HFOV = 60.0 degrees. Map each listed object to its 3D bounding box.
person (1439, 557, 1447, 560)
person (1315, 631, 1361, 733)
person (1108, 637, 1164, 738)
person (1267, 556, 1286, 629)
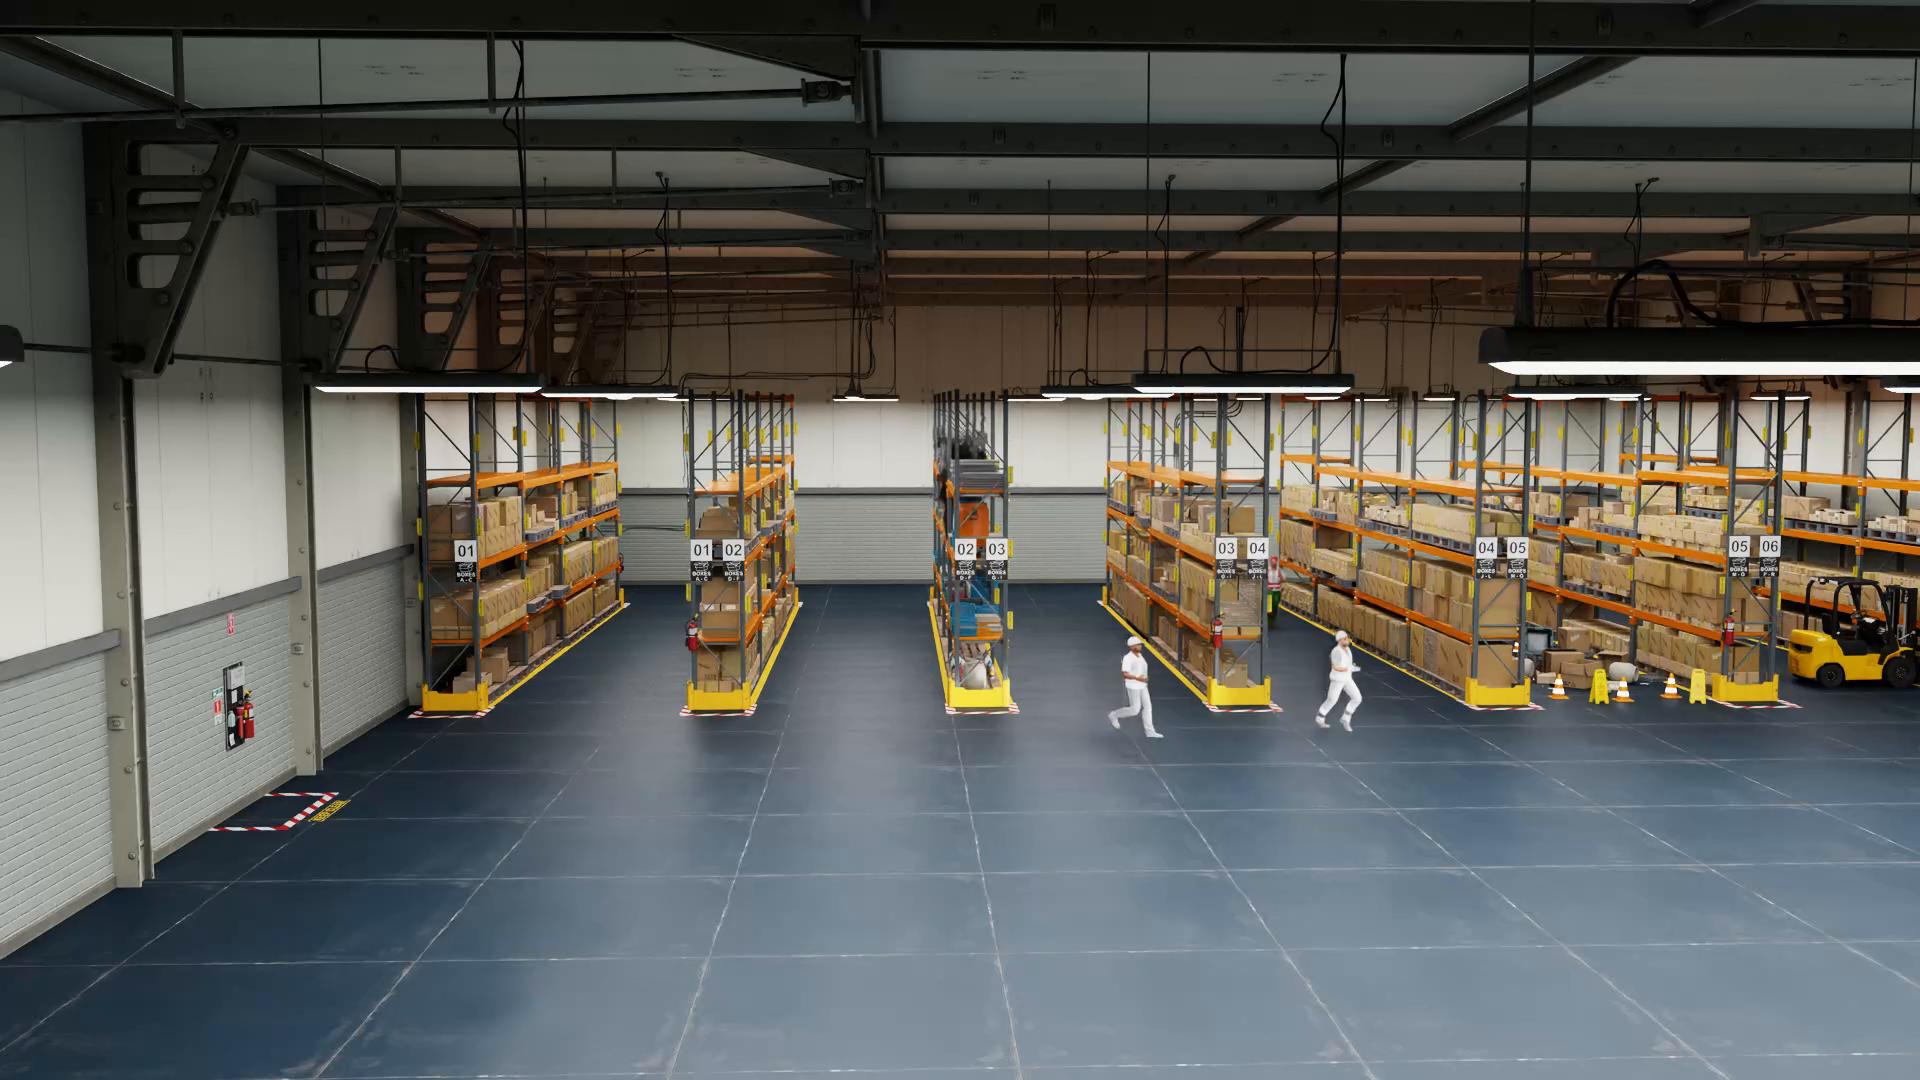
[{"bbox_3d":[14.615,0.827,49.339,0.898,1.799,0.703,1,5,7],"label":"person"},{"bbox_3d":[6.651,2.462,29.001,0.675,1.786,0.883,-4,6,-42],"label":"person"},{"bbox_3d":[3.038,2.521,28.558,0.993,1.735,0.714,3,5,31],"label":"person"},{"bbox_3d":[8.058,1.326,42.801,0.654,1.834,0.835,0,5,0],"label":"person"}]
